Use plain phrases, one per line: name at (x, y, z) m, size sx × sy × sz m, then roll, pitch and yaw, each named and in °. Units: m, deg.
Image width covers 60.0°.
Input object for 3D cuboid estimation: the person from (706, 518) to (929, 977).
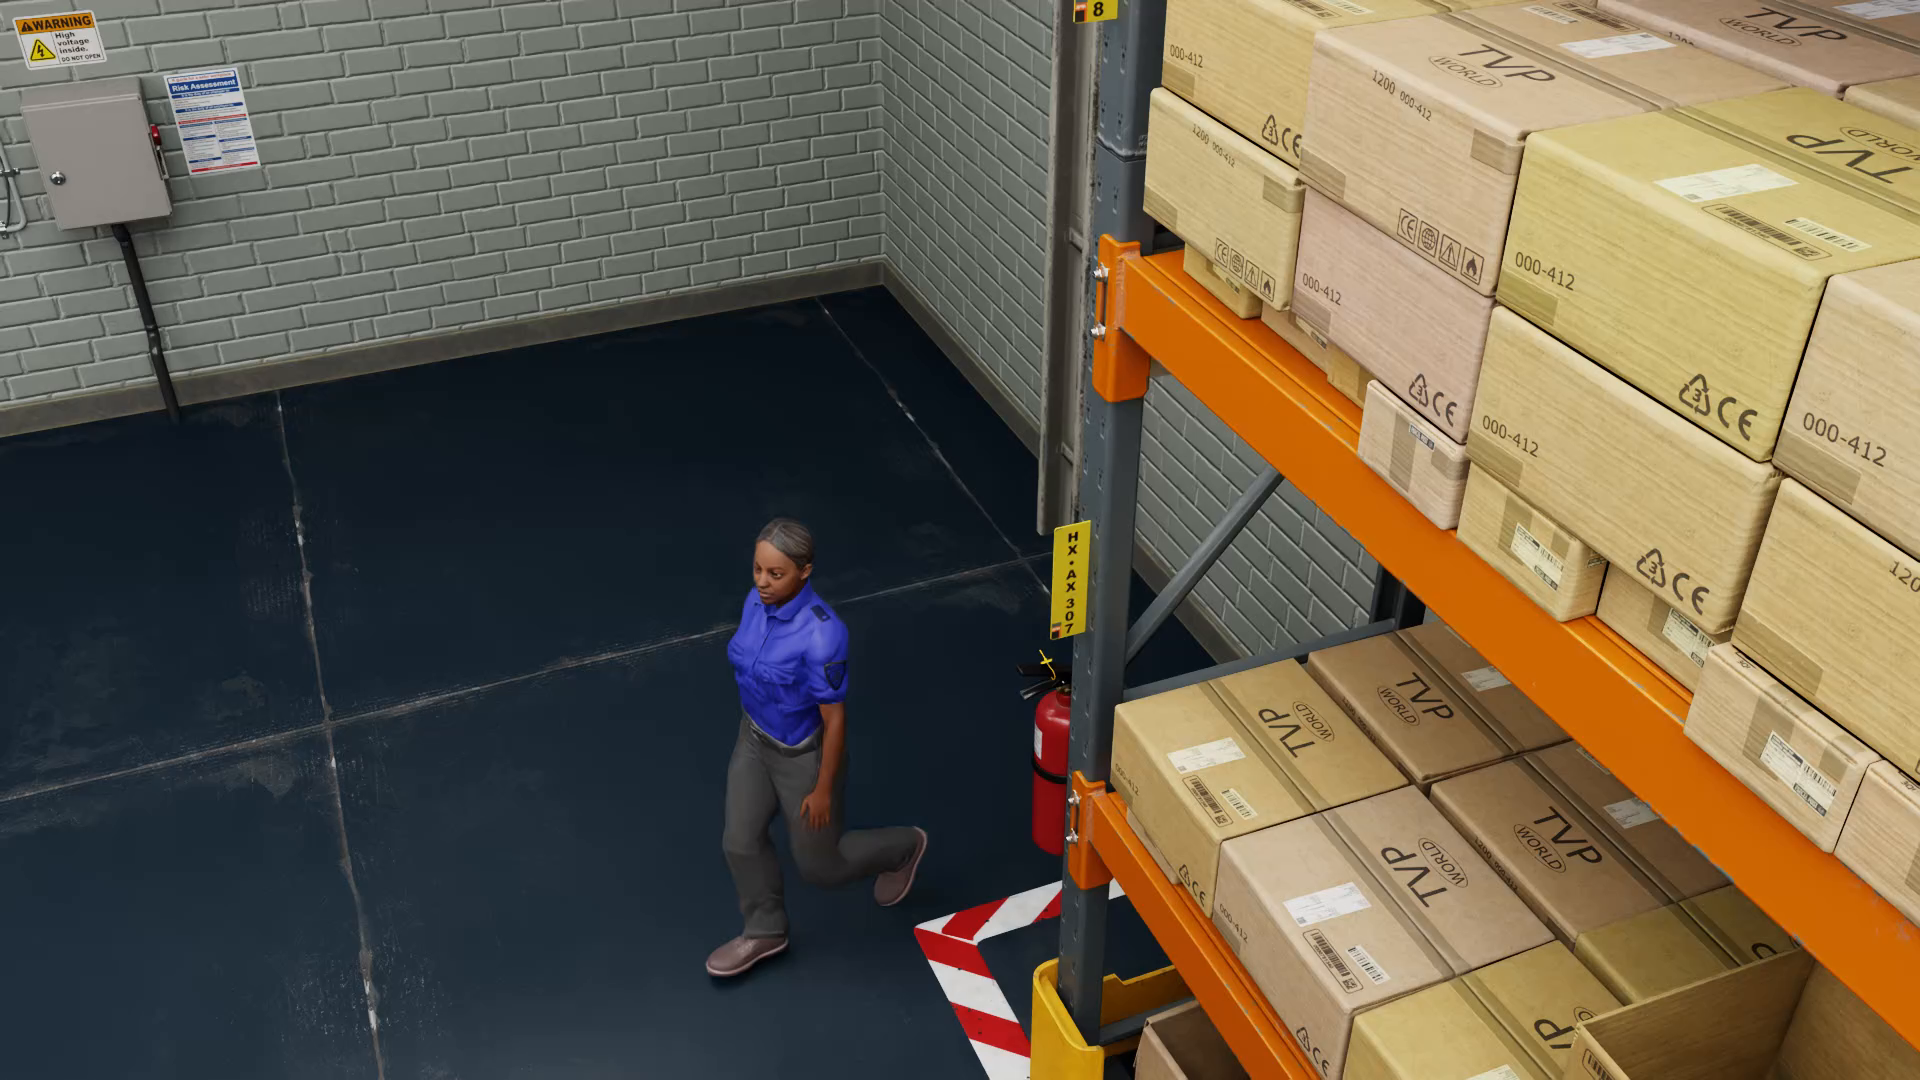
person at (-0.482, 0.640, 5.160) m, size 0.792 × 1.622 × 0.466 m, roll -27°, pitch 42°, yaw -34°
